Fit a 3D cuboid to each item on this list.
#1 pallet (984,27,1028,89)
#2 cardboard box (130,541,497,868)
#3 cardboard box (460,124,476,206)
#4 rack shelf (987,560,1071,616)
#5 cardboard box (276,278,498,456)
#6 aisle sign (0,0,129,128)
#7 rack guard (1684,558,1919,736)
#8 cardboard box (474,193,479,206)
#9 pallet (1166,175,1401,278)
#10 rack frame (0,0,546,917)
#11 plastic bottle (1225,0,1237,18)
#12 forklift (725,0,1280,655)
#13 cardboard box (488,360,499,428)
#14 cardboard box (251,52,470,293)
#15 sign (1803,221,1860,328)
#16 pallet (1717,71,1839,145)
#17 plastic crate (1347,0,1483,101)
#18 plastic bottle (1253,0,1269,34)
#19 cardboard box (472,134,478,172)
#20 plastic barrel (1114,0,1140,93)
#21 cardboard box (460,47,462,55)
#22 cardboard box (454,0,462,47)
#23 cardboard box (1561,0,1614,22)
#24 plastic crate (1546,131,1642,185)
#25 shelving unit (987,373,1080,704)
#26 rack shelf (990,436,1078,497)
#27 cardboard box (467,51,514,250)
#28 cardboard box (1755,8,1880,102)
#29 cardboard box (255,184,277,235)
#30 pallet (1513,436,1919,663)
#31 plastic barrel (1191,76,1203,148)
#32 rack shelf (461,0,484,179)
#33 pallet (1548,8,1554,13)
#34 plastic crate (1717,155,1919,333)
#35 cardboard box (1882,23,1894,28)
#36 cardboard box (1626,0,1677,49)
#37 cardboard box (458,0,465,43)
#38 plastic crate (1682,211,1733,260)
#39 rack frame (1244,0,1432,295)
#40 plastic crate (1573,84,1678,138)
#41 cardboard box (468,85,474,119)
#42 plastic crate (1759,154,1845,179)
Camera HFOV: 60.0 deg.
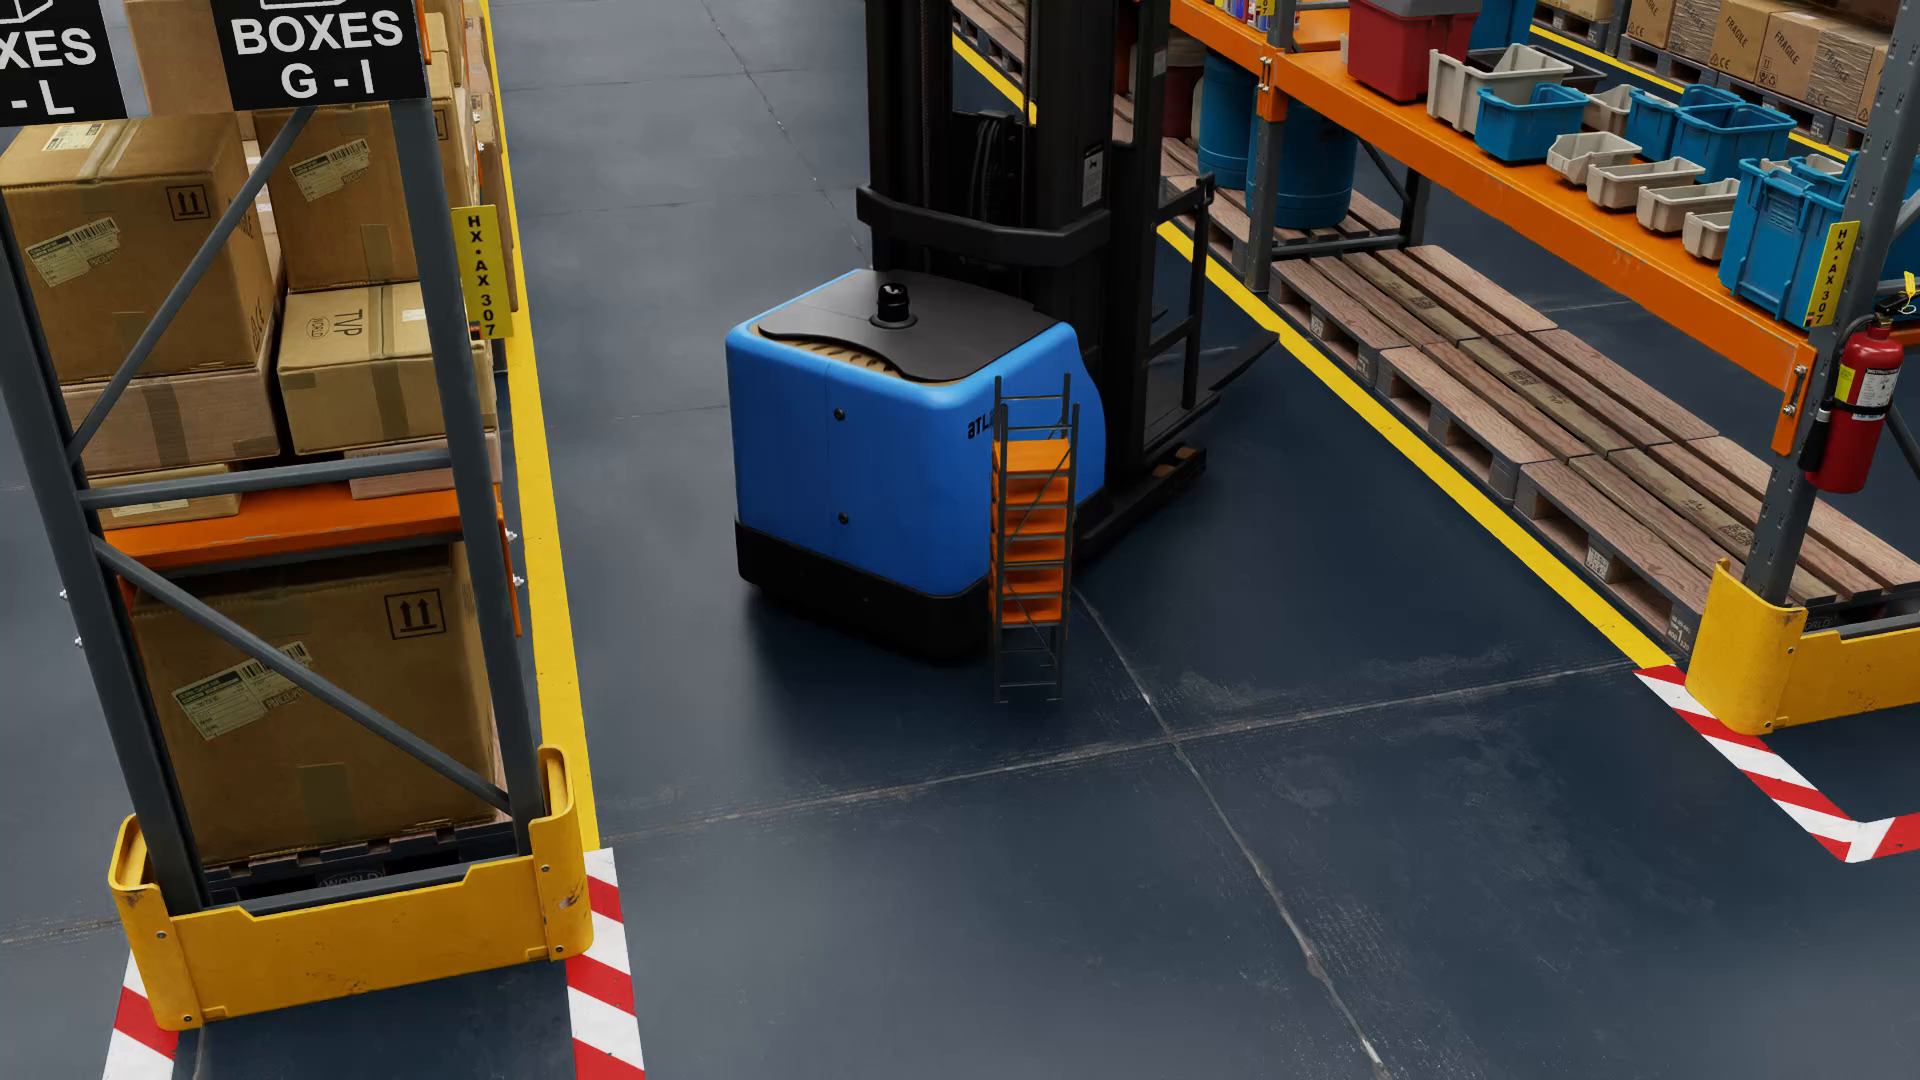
[{"bbox_3d":[0.832,-3.837,13.168,1.003,0.211,1.213,-8,31,-13],"label":"pallet"},{"bbox_3d":[-1.898,0.298,4.943,0.875,0.875,0.875,-8,31,-13],"label":"cardboard box"},{"bbox_3d":[-1.936,-1.218,5.713,0.500,0.250,0.500,-8,31,-14],"label":"cardboard box"},{"bbox_3d":[0.231,0.155,5.597,0.258,0.103,0.180,-3,36,-5],"label":"rack shelf"},{"bbox_3d":[-1.518,-0.473,4.426,0.500,0.250,0.500,-9,31,-15],"label":"cardboard box"},{"bbox_3d":[-1.921,-1.192,3.220,0.394,0.787,0.004,-8,31,-13],"label":"aisle sign"},{"bbox_3d":[3.143,0.291,5.748,1.175,0.500,0.348,-8,31,-13],"label":"rack guard"},{"bbox_3d":[-1.908,-1.118,5.937,0.380,0.149,0.250,-7,31,-12],"label":"cardboard box"},{"bbox_3d":[1.898,-1.904,9.828,1.003,0.211,1.213,-8,31,-13],"label":"pallet"},{"bbox_3d":[-1.651,-0.142,4.001,1.000,3.000,0.127,-8,31,-13],"label":"rack frame"},{"bbox_3d":[1.549,-3.002,9.067,0.152,0.276,0.135,-8,31,-13],"label":"plastic bottle"},{"bbox_3d":[0.405,-1.548,6.499,1.130,2.935,3.031,19,35,30],"label":"forklift"},{"bbox_3d":[-1.497,-0.372,4.649,0.380,0.149,0.250,-8,31,-14],"label":"cardboard box"},{"bbox_3d":[-1.651,-1.039,4.656,0.500,0.500,0.500,-9,31,-14],"label":"cardboard box"},{"bbox_3d":[2.598,-0.790,4.958,0.100,0.325,0.005,-8,31,-13],"label":"sign"},{"bbox_3d":[6.259,-3.160,11.999,1.003,0.211,1.213,-8,31,-13],"label":"pallet"},{"bbox_3d":[2.057,-2.321,7.643,0.402,0.464,0.583,-8,31,-13],"label":"plastic crate"},{"bbox_3d":[1.646,-2.826,8.762,0.152,0.276,0.135,-8,31,-13],"label":"plastic bottle"},{"bbox_3d":[-2.111,-1.489,6.579,0.380,0.149,0.250,-7,31,-12],"label":"cardboard box"},{"bbox_3d":[1.147,-3.673,11.848,0.600,0.830,0.708,-8,31,-13],"label":"plastic barrel"},{"bbox_3d":[-2.343,-1.959,6.993,0.500,0.250,0.500,-8,31,-14],"label":"cardboard box"},{"bbox_3d":[-2.333,-2.276,6.791,0.500,0.500,0.500,-7,31,-12],"label":"cardboard box"},{"bbox_3d":[5.402,-4.534,13.915,0.500,0.250,0.500,-7,31,-12],"label":"cardboard box"},{"bbox_3d":[2.476,-1.496,6.543,0.298,0.136,0.250,-8,31,-13],"label":"plastic crate"},{"bbox_3d":[0.232,0.021,5.502,0.258,1.200,0.189,-3,36,-5],"label":"shelving unit"},{"bbox_3d":[0.235,-0.235,5.318,0.258,0.103,0.180,-3,36,-5],"label":"rack shelf"},{"bbox_3d":[-3.140,-2.074,9.040,1.225,0.875,0.875,-9,31,-15],"label":"cardboard box"},{"bbox_3d":[6.039,-3.425,11.730,0.500,0.500,0.500,-9,31,-15],"label":"cardboard box"},{"bbox_3d":[-2.305,-0.895,5.155,0.500,0.250,0.500,-9,31,-15],"label":"cardboard box"},{"bbox_3d":[2.943,0.003,6.534,1.003,0.211,1.213,-8,31,-13],"label":"pallet"},{"bbox_3d":[1.683,-2.729,10.535,0.421,0.512,0.421,0,30,0],"label":"plastic barrel"},{"bbox_3d":[-3.244,-2.728,9.188,1.077,0.370,4.000,-8,31,-13],"label":"rack shelf"},{"bbox_3d":[5.276,-5.105,15.359,1.003,0.211,1.213,-8,31,-13],"label":"pallet"},{"bbox_3d":[2.855,-0.979,5.351,0.616,0.435,0.499,-8,31,-13],"label":"plastic crate"},{"bbox_3d":[6.668,-3.262,11.448,0.500,0.500,0.500,-7,31,-13],"label":"cardboard box"},{"bbox_3d":[5.623,-4.172,13.019,0.500,0.500,0.500,-7,31,-11],"label":"cardboard box"},{"bbox_3d":[-2.861,-2.857,8.592,0.500,0.500,0.500,-9,31,-14],"label":"cardboard box"},{"bbox_3d":[2.733,-1.082,5.828,0.396,0.136,0.243,-8,31,-13],"label":"plastic crate"},{"bbox_3d":[2.062,-2.732,8.476,1.000,3.000,0.127,-8,31,-13],"label":"rack frame"},{"bbox_3d":[2.814,-1.843,7.143,0.293,0.136,0.466,-8,31,-13],"label":"plastic crate"},{"bbox_3d":[-2.316,-1.861,7.222,0.380,0.149,0.250,-8,31,-13],"label":"cardboard box"},{"bbox_3d":[3.191,-1.369,6.324,0.250,0.136,0.298,-8,31,-13],"label":"plastic crate"}]
